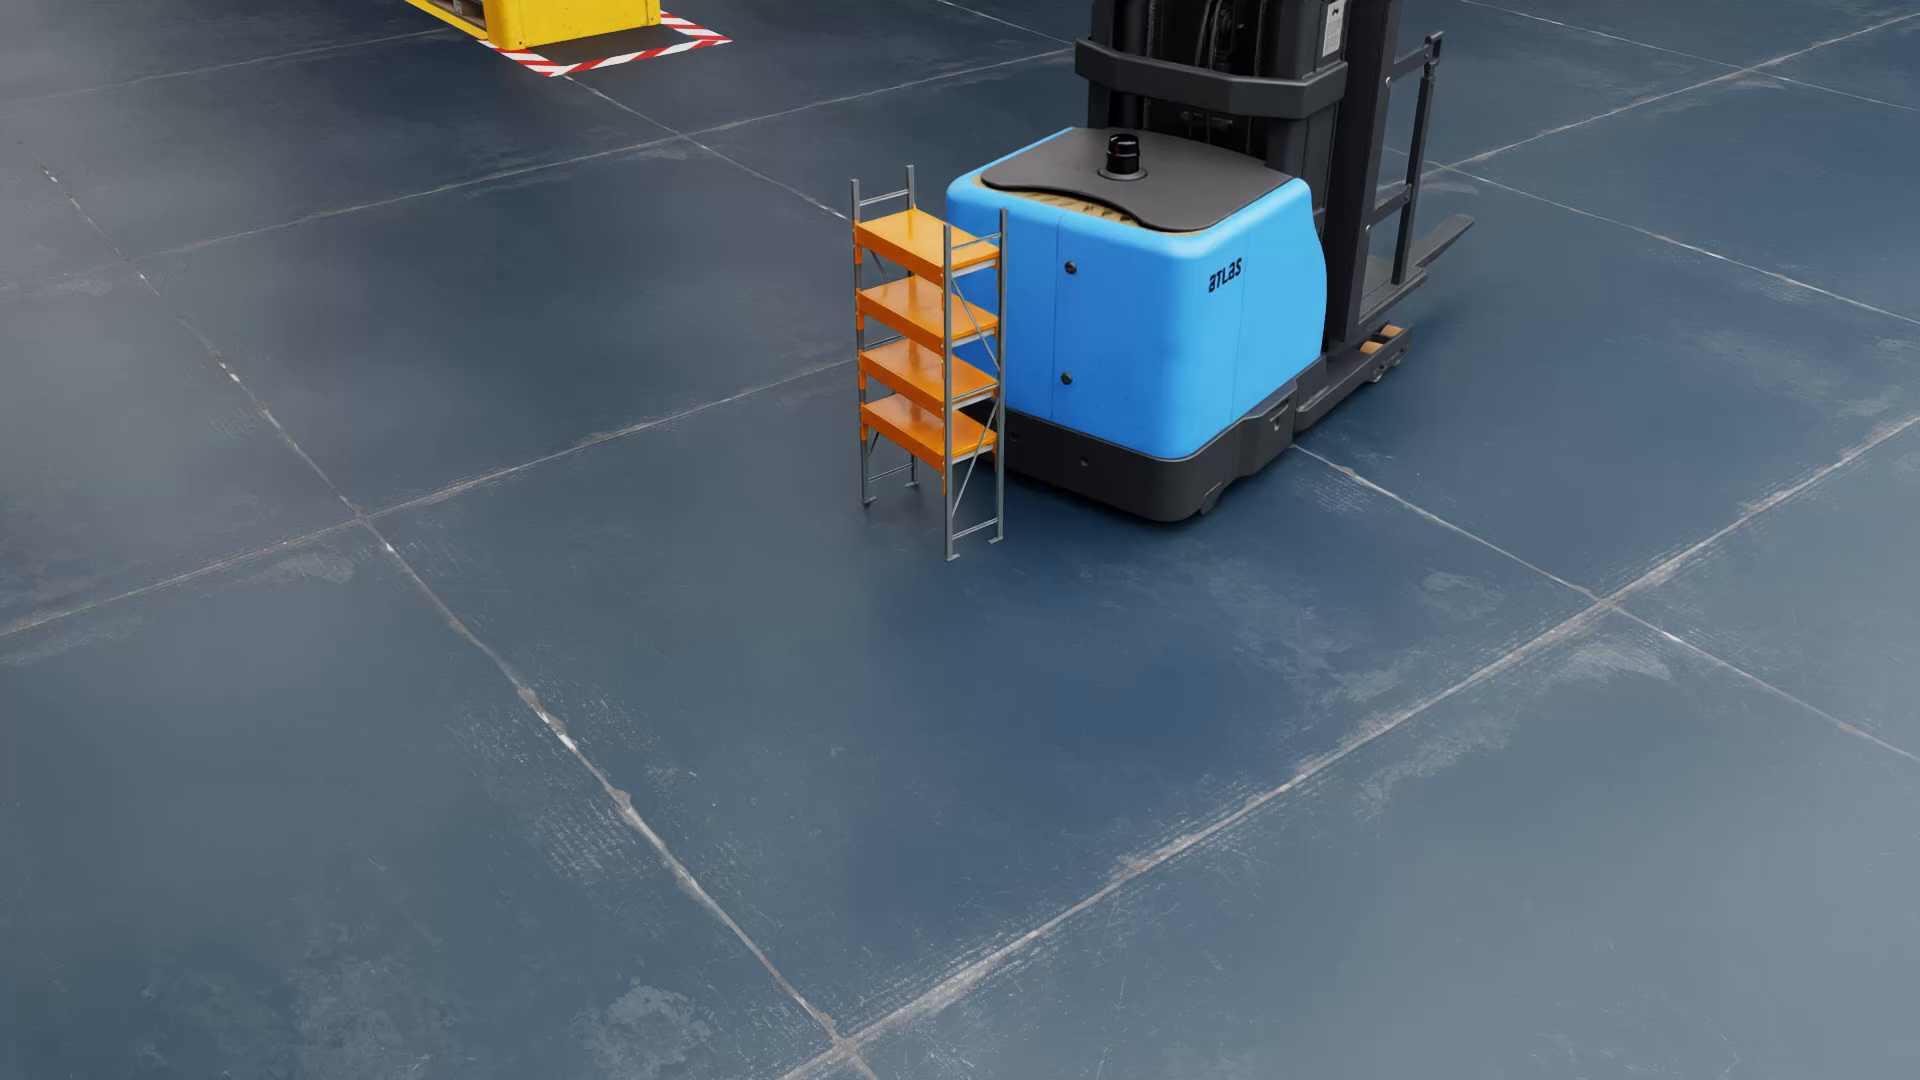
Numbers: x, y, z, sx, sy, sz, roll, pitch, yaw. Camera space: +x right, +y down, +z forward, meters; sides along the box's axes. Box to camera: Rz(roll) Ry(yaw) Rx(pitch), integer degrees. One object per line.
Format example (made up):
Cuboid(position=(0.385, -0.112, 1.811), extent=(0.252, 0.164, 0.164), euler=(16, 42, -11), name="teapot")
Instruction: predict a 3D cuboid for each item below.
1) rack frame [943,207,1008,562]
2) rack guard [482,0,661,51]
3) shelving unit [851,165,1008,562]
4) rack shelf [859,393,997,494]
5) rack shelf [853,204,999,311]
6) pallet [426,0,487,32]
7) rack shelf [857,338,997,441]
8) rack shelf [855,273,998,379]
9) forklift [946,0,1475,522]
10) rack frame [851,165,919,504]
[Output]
Cuboid(position=(0.048, -0.477, 5.381), extent=(0.240, 1.200, 0.015), euler=(-22, 38, -31), name="rack frame")
Cuboid(position=(-2.612, -3.676, 11.195), extent=(1.175, 0.500, 0.348), euler=(-22, 38, -31), name="rack guard")
Cuboid(position=(-0.102, -0.579, 5.545), extent=(0.258, 1.200, 0.503), euler=(-22, 38, -31), name="shelving unit")
Cuboid(position=(-0.102, -0.353, 5.685), extent=(0.258, 0.148, 0.480), euler=(-22, 38, -31), name="rack shelf")
Cuboid(position=(-0.102, -0.912, 5.337), extent=(0.258, 0.148, 0.480), euler=(-22, 38, -31), name="rack shelf")
Cuboid(position=(-3.106, -3.894, 11.819), extent=(1.003, 0.211, 1.213), euler=(-22, 38, -31), name="pallet")
Cuboid(position=(-0.102, -0.522, 5.580), extent=(0.258, 0.148, 0.480), euler=(-22, 38, -31), name="rack shelf")
Cuboid(position=(-0.102, -0.712, 5.462), extent=(0.258, 0.148, 0.480), euler=(-22, 38, -31), name="rack shelf")
Cuboid(position=(1.223, -2.028, 6.237), extent=(1.130, 2.935, 3.031), euler=(22, 38, 31), name="forklift")
Cuboid(position=(-0.251, -0.680, 5.708), extent=(0.240, 1.200, 0.015), euler=(-22, 38, -31), name="rack frame")
